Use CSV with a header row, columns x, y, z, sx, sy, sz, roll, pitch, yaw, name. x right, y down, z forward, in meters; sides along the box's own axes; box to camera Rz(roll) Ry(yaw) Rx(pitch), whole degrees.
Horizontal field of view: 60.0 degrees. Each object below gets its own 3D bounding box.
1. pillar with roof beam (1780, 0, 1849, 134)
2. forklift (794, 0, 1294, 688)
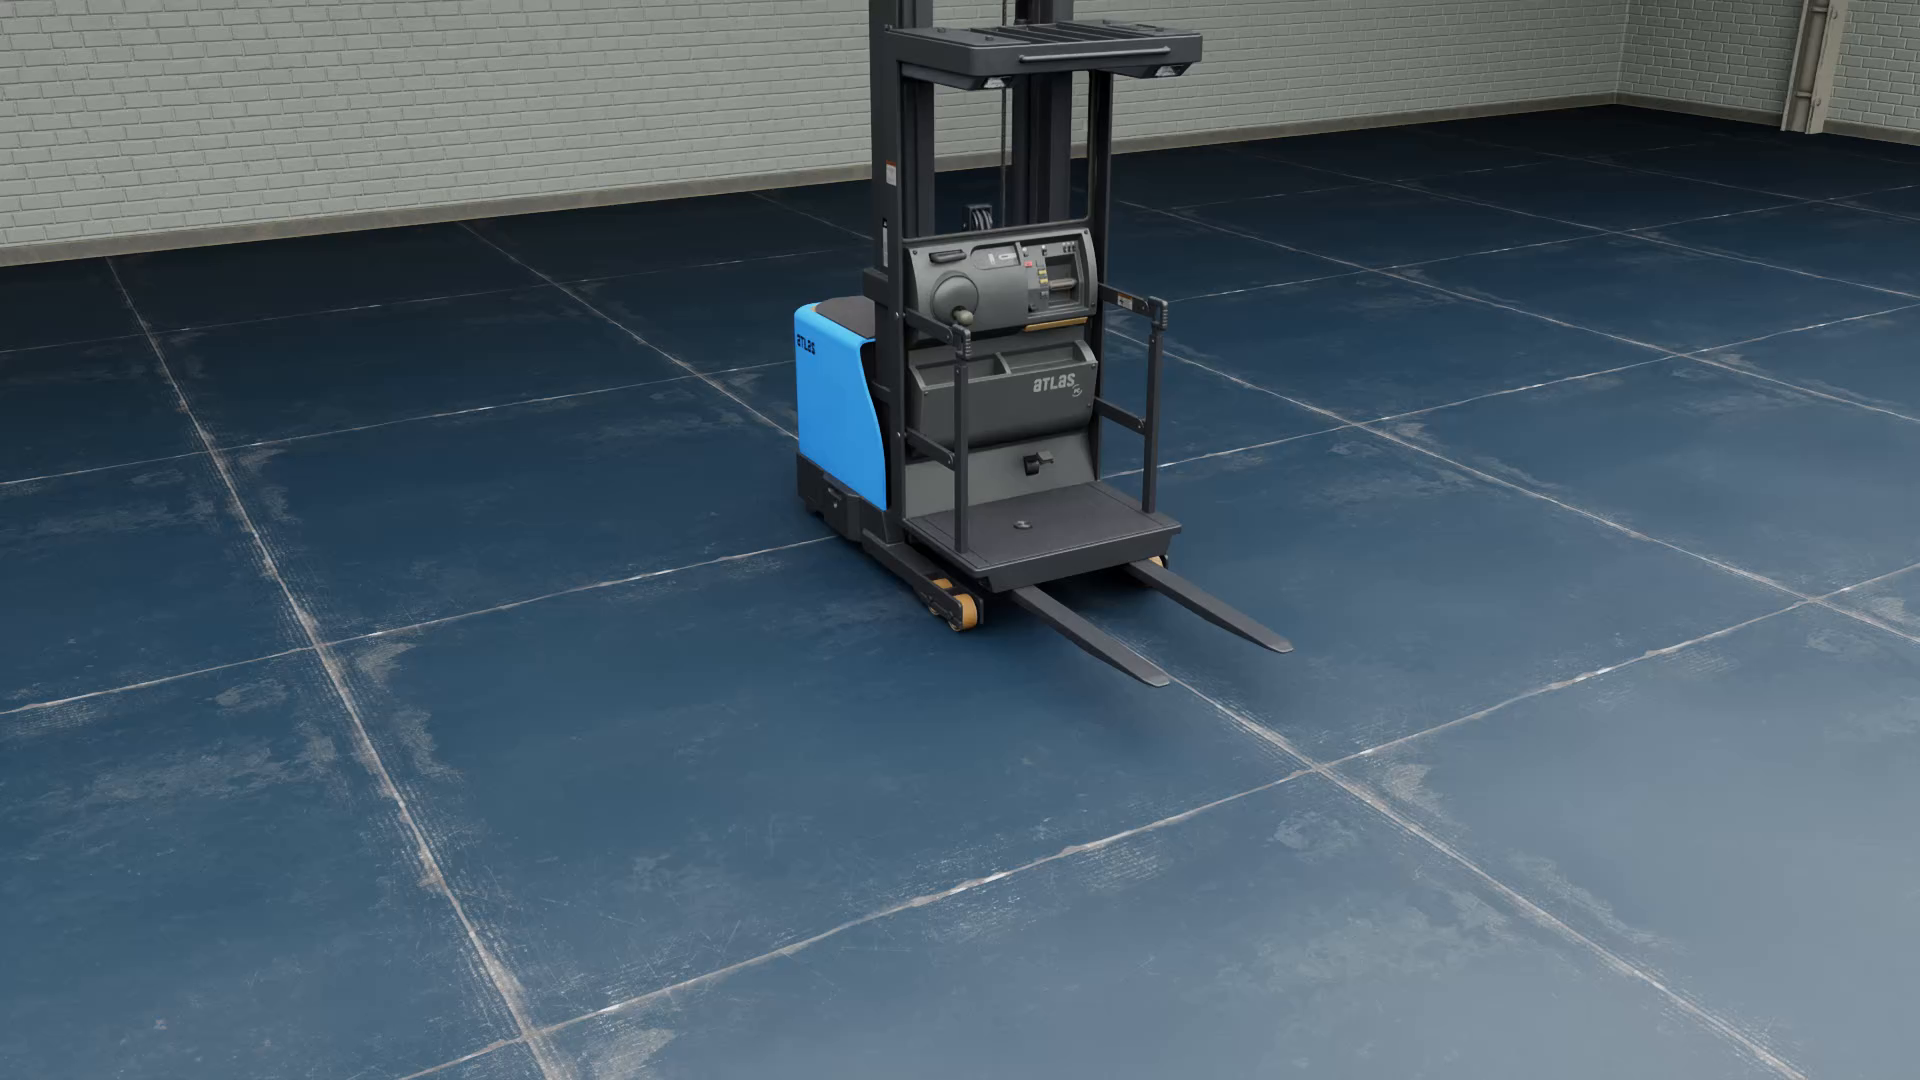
x,y,z,sx,sy,sz,roll,pitch,yaw,name
6.948,-8.513,17.305,9.100,9.000,0.400,-13,25,-28,pillar with roof beam
0.307,-1.150,7.249,1.130,2.935,3.031,-12,25,-27,forklift
